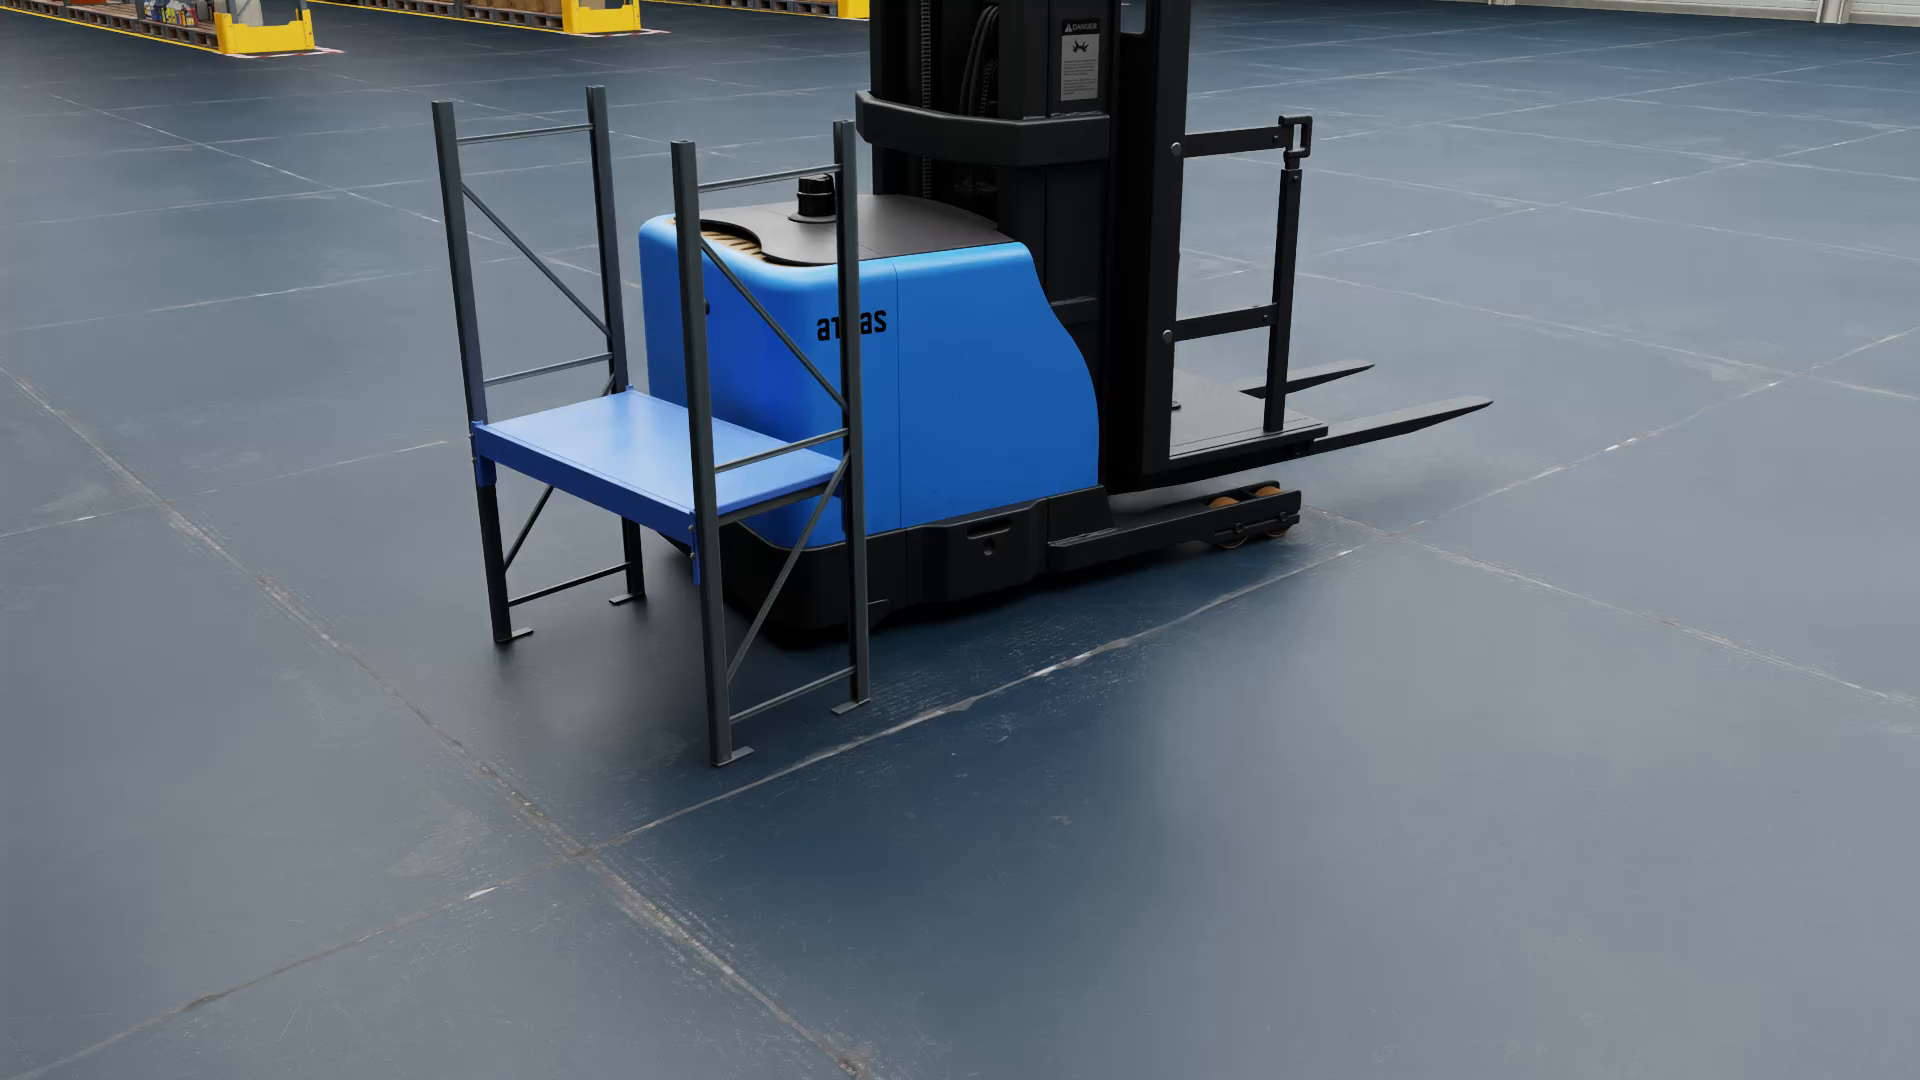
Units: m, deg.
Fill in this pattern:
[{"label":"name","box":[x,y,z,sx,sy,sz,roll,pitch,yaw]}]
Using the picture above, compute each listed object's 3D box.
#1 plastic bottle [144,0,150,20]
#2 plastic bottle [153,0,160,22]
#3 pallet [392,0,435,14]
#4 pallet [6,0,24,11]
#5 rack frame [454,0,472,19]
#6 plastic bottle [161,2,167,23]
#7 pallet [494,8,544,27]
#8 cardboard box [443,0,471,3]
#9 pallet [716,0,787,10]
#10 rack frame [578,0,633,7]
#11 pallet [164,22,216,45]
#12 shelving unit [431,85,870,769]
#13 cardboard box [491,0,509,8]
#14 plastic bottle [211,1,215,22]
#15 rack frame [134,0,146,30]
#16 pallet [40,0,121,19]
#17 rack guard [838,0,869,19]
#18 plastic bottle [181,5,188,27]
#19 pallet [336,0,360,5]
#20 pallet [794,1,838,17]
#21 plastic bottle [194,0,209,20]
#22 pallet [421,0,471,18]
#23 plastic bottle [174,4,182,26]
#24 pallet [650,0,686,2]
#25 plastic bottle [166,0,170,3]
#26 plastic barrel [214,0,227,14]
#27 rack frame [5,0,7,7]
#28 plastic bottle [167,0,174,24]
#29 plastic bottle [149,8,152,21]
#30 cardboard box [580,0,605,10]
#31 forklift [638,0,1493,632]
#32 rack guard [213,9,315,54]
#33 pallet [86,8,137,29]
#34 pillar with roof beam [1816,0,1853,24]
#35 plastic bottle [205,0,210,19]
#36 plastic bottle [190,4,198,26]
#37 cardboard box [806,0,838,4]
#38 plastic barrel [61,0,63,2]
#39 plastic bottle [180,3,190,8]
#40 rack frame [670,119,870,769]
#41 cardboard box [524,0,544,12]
[{"label":"plastic bottle","box":[-11.832,-7.726,24.234,0.097,0.271,0.097,0,21,0]},{"label":"plastic bottle","box":[-11.495,-7.633,23.889,0.144,0.351,0.185,-17,27,-36]},{"label":"pallet","box":[-9.265,-9.416,29.236,1.003,0.211,1.213,-17,27,-37]},{"label":"pallet","box":[-16.458,-9.672,29.890,1.003,0.211,1.213,-17,27,-37]},{"label":"rack frame","box":[-7.955,-10.163,27.318,1.000,3.000,0.127,-17,27,-37]},{"label":"plastic bottle","box":[-11.296,-7.494,23.626,0.061,0.283,0.133,-16,26,-35]},{"label":"pallet","box":[-6.690,-8.350,26.513,1.003,0.211,1.213,-17,27,-37]},{"label":"cardboard box","box":[-8.340,-9.378,28.140,0.500,0.500,0.700,20,29,41]},{"label":"pallet","box":[-3.695,-9.788,30.186,1.003,0.211,1.213,-17,27,-37]},{"label":"rack frame","box":[-5.344,-9.058,24.496,1.000,3.000,0.127,-17,27,-37]},{"label":"pallet","box":[-10.500,-7.152,23.456,1.003,0.211,1.213,-17,27,-37]},{"label":"shelving unit","box":[-0.786,-0.340,4.292,1.048,1.500,0.538,20,29,41]},{"label":"cardboard box","box":[-7.345,-8.918,26.991,0.500,0.500,0.500,-9,23,-21]},{"label":"plastic bottle","box":[-10.710,-7.601,23.898,0.061,0.283,0.133,-17,27,-37]},{"label":"rack frame","box":[-11.708,-8.984,24.308,1.000,3.000,0.127,-17,27,-37]},{"label":"pallet","box":[-14.865,-8.998,28.168,1.003,0.211,1.213,-17,27,-37]},{"label":"rack guard","box":[-1.505,-9.040,27.879,1.175,0.500,0.348,-17,27,-37]},{"label":"plastic bottle","box":[-10.718,-7.250,23.001,0.061,0.283,0.133,-17,27,-36]},{"label":"pallet","box":[-11.024,-10.205,31.250,1.003,0.211,1.213,-17,27,-37]},{"label":"pallet","box":[-2.102,-9.114,28.465,1.003,0.211,1.213,-17,27,-37]},{"label":"plastic bottle","box":[-11.040,-7.716,24.202,0.152,0.276,0.135,-17,27,-37]},{"label":"pallet","box":[-8.465,-9.079,28.375,1.003,0.211,1.213,-17,27,-37]},{"label":"plastic bottle","box":[-10.862,-7.333,23.224,0.152,0.276,0.135,-18,28,-39]},{"label":"pallet","box":[-5.493,-10.550,32.129,1.003,0.211,1.213,-17,27,-37]},{"label":"plastic bottle","box":[-11.386,-7.668,23.976,0.144,0.351,0.185,-17,27,-37]},{"label":"plastic barrel","box":[-9.911,-7.218,22.634,0.421,0.512,0.421,0,21,0]},{"label":"rack frame","box":[-16.930,-11.194,29.951,1.000,3.000,0.127,-17,27,-37]},{"label":"plastic bottle","box":[-11.094,-7.464,23.456,0.144,0.351,0.185,-18,27,-38]},{"label":"plastic bottle","box":[-11.699,-7.637,24.103,0.097,0.201,0.097,0,21,0]},{"label":"cardboard box","box":[-5.739,-8.266,25.326,0.500,0.500,0.500,-12,24,-28]},{"label":"forklift","box":[0.531,-1.486,5.259,3.031,2.935,1.130,-13,25,-30]},{"label":"rack guard","box":[-9.182,-6.724,21.967,1.175,0.500,0.348,-17,27,-37]},{"label":"pallet","box":[-13.050,-8.230,26.207,1.003,0.211,1.213,-17,27,-37]},{"label":"pillar with roof beam","box":[10.721,-11.459,22.403,9.100,9.000,0.400,-17,27,-37]},{"label":"plastic bottle","box":[-10.944,-7.793,24.296,0.144,0.351,0.185,-19,28,-40]},{"label":"plastic bottle","box":[-10.691,-7.323,23.190,0.061,0.283,0.133,-17,27,-37]},{"label":"cardboard box","box":[-2.014,-9.588,28.189,0.875,0.875,0.875,-17,27,-37]},{"label":"plastic barrel","box":[-15.087,-9.392,28.185,0.421,0.512,0.421,0,21,0]},{"label":"plastic bottle","box":[-10.999,-7.471,23.577,0.152,0.276,0.135,-17,27,-37]},{"label":"rack frame","box":[-0.426,-0.209,3.958,0.032,1.500,0.500,20,29,41]},{"label":"cardboard box","box":[-6.550,-8.600,26.180,0.500,0.500,0.500,-14,26,-33]}]
